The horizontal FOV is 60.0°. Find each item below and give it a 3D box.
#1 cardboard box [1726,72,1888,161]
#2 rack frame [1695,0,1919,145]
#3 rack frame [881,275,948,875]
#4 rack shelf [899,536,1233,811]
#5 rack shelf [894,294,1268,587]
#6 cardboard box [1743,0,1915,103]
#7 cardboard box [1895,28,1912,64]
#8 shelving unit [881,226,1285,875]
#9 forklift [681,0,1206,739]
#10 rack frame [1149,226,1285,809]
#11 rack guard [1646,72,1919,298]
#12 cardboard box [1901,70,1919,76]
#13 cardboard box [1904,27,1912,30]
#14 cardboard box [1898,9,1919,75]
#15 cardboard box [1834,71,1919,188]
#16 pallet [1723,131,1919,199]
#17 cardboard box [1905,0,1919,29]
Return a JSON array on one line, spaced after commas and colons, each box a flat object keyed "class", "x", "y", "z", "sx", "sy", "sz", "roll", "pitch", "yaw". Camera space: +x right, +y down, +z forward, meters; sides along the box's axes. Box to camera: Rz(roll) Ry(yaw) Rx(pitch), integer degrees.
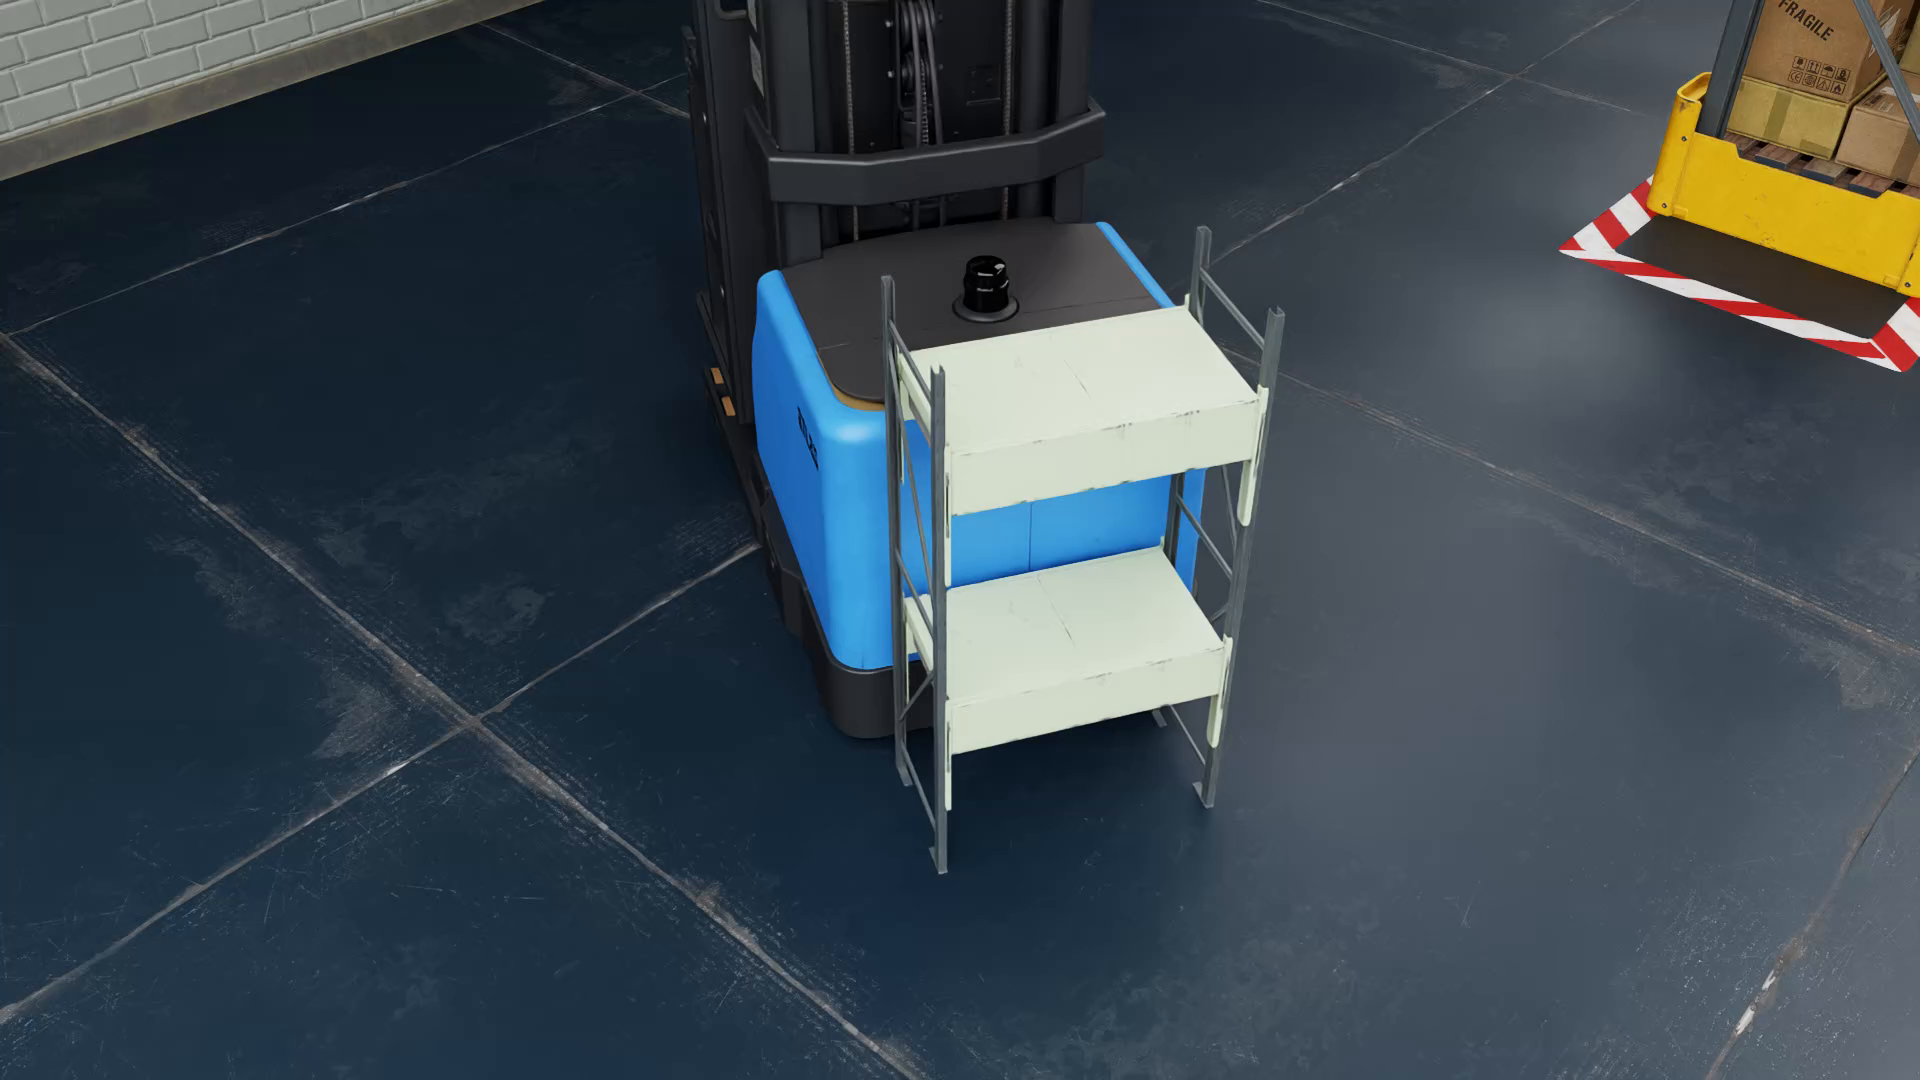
[{"class": "cardboard box", "x": 3.578, "y": -1.882, "z": 7.079, "sx": 0.500, "sy": 0.250, "sz": 0.500, "roll": 30, "pitch": 47, "yaw": 32}, {"class": "rack frame", "x": 3.434, "y": -2.424, "z": 5.888, "sx": 1.000, "sy": 3.000, "sz": 0.127, "roll": 30, "pitch": 47, "yaw": 32}, {"class": "rack frame", "x": -0.100, "y": 0.140, "z": 3.866, "sx": 0.023, "sy": 1.500, "sz": 0.400, "roll": -11, "pitch": 40, "yaw": -14}, {"class": "rack shelf", "x": 0.247, "y": 0.324, "z": 4.158, "sx": 0.720, "sy": 0.370, "sz": 0.431, "roll": -11, "pitch": 40, "yaw": -14}, {"class": "rack shelf", "x": 0.249, "y": -0.233, "z": 3.707, "sx": 0.720, "sy": 0.370, "sz": 0.431, "roll": -11, "pitch": 40, "yaw": -14}, {"class": "cardboard box", "x": 3.576, "y": -2.177, "z": 6.846, "sx": 0.500, "sy": 0.500, "sz": 0.500, "roll": 30, "pitch": 47, "yaw": 32}, {"class": "cardboard box", "x": 3.906, "y": -2.117, "z": 7.374, "sx": 0.500, "sy": 0.250, "sz": 0.500, "roll": 30, "pitch": 47, "yaw": 32}, {"class": "shelving unit", "x": 0.248, "y": 0.070, "z": 3.953, "sx": 0.755, "sy": 1.500, "sz": 0.431, "roll": -11, "pitch": 40, "yaw": -14}, {"class": "forklift", "x": -0.262, "y": -1.537, "z": 4.828, "sx": 1.130, "sy": 2.935, "sz": 3.031, "roll": -11, "pitch": 40, "yaw": -13}, {"class": "rack frame", "x": 0.597, "y": 0.001, "z": 4.039, "sx": 0.023, "sy": 1.500, "sz": 0.400, "roll": -11, "pitch": 40, "yaw": -14}, {"class": "rack guard", "x": 3.418, "y": -1.434, "z": 6.652, "sx": 1.175, "sy": 0.500, "sz": 0.348, "roll": 30, "pitch": 47, "yaw": 32}, {"class": "cardboard box", "x": 4.295, "y": -1.896, "z": 7.096, "sx": 0.500, "sy": 0.250, "sz": 0.500, "roll": 30, "pitch": 47, "yaw": 32}, {"class": "cardboard box", "x": 4.242, "y": -2.347, "z": 7.664, "sx": 0.500, "sy": 0.250, "sz": 0.500, "roll": 30, "pitch": 47, "yaw": 32}, {"class": "cardboard box", "x": 4.296, "y": -2.189, "z": 6.862, "sx": 0.500, "sy": 0.500, "sz": 0.500, "roll": 30, "pitch": 47, "yaw": 32}, {"class": "cardboard box", "x": 3.960, "y": -1.665, "z": 6.805, "sx": 0.500, "sy": 0.250, "sz": 0.500, "roll": 30, "pitch": 47, "yaw": 32}, {"class": "pallet", "x": 3.919, "y": -1.701, "z": 7.220, "sx": 1.003, "sy": 0.211, "sz": 1.213, "roll": 30, "pitch": 47, "yaw": 32}, {"class": "cardboard box", "x": 4.240, "y": -2.642, "z": 7.432, "sx": 0.500, "sy": 0.500, "sz": 0.500, "roll": 30, "pitch": 47, "yaw": 32}]
